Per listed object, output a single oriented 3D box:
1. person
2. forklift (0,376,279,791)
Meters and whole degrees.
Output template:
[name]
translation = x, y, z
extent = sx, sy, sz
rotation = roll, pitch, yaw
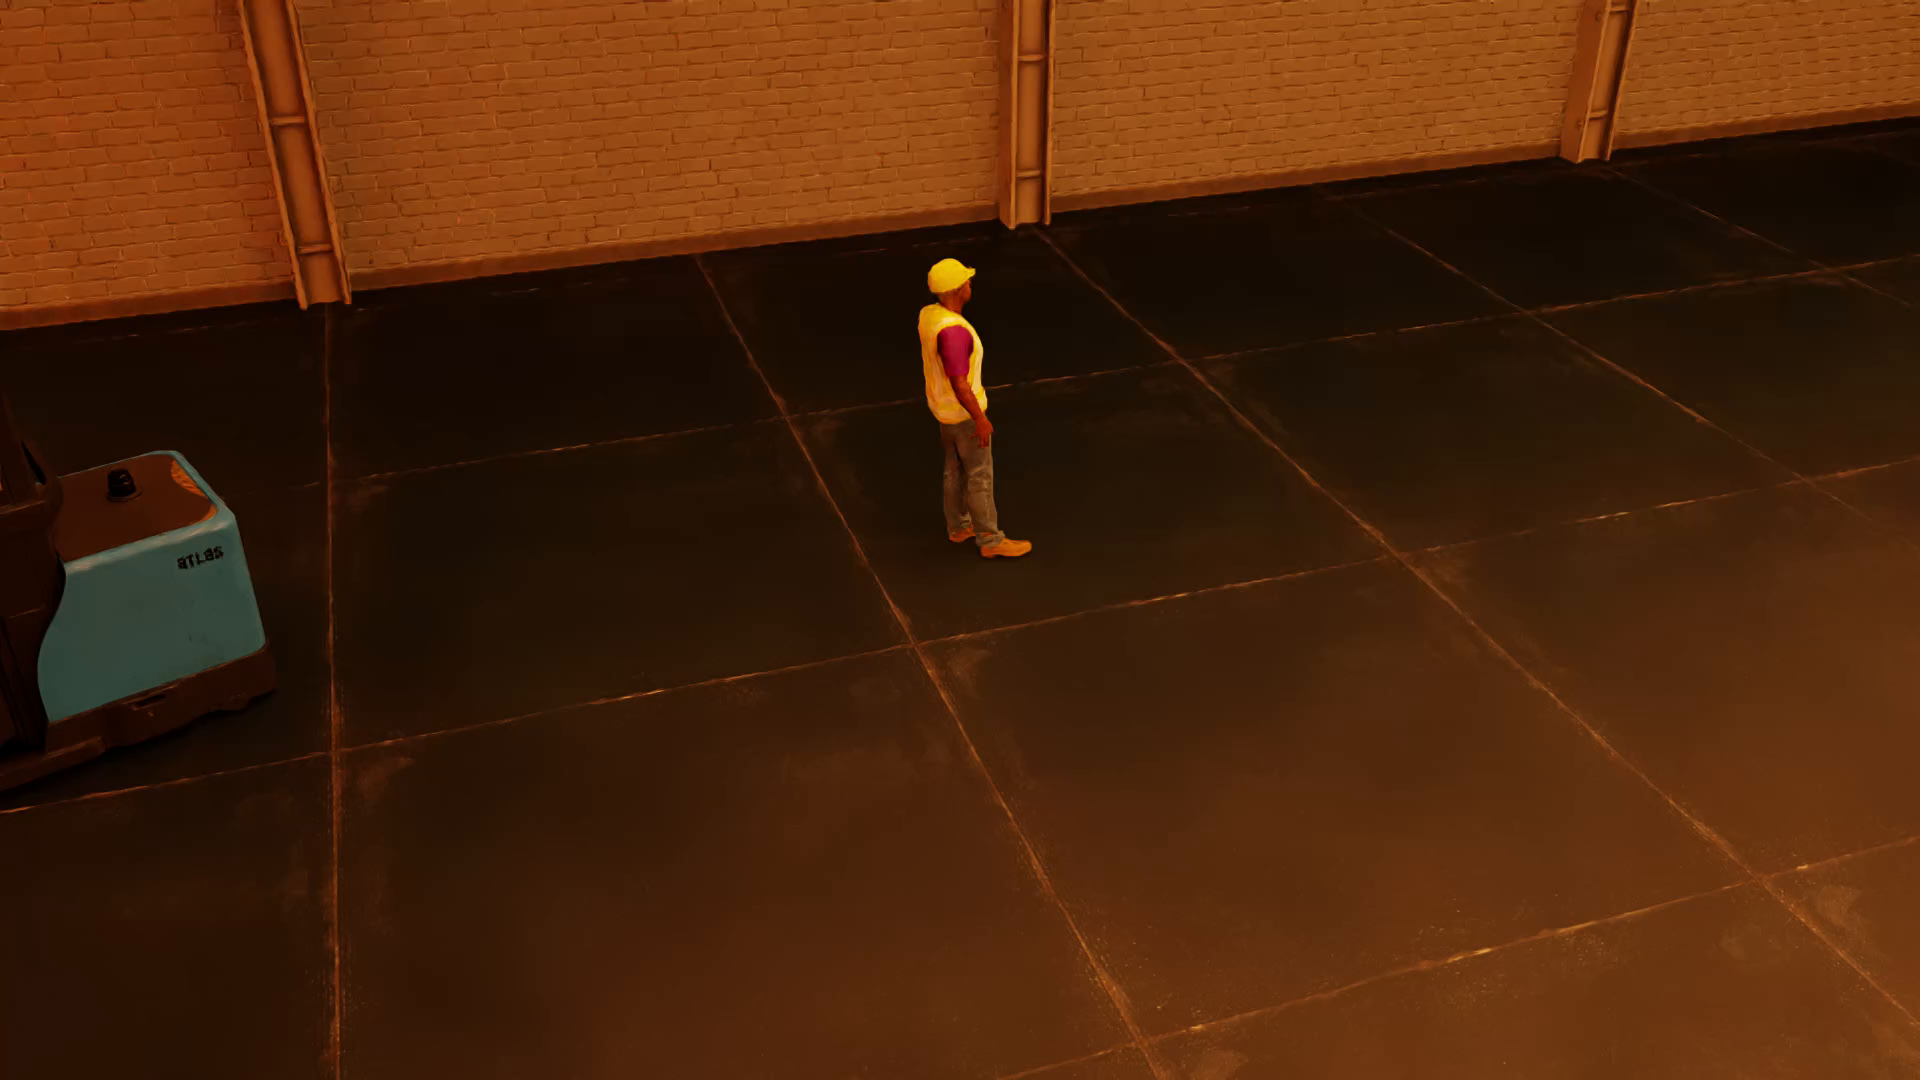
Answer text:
[person]
translation = 0.068, -0.780, 9.597
extent = 0.576, 1.766, 0.665
rotation = -10, 31, -16
[forklift]
translation = -4.993, -0.190, 7.417
extent = 3.031, 2.935, 1.130
rotation = -22, 36, -33
